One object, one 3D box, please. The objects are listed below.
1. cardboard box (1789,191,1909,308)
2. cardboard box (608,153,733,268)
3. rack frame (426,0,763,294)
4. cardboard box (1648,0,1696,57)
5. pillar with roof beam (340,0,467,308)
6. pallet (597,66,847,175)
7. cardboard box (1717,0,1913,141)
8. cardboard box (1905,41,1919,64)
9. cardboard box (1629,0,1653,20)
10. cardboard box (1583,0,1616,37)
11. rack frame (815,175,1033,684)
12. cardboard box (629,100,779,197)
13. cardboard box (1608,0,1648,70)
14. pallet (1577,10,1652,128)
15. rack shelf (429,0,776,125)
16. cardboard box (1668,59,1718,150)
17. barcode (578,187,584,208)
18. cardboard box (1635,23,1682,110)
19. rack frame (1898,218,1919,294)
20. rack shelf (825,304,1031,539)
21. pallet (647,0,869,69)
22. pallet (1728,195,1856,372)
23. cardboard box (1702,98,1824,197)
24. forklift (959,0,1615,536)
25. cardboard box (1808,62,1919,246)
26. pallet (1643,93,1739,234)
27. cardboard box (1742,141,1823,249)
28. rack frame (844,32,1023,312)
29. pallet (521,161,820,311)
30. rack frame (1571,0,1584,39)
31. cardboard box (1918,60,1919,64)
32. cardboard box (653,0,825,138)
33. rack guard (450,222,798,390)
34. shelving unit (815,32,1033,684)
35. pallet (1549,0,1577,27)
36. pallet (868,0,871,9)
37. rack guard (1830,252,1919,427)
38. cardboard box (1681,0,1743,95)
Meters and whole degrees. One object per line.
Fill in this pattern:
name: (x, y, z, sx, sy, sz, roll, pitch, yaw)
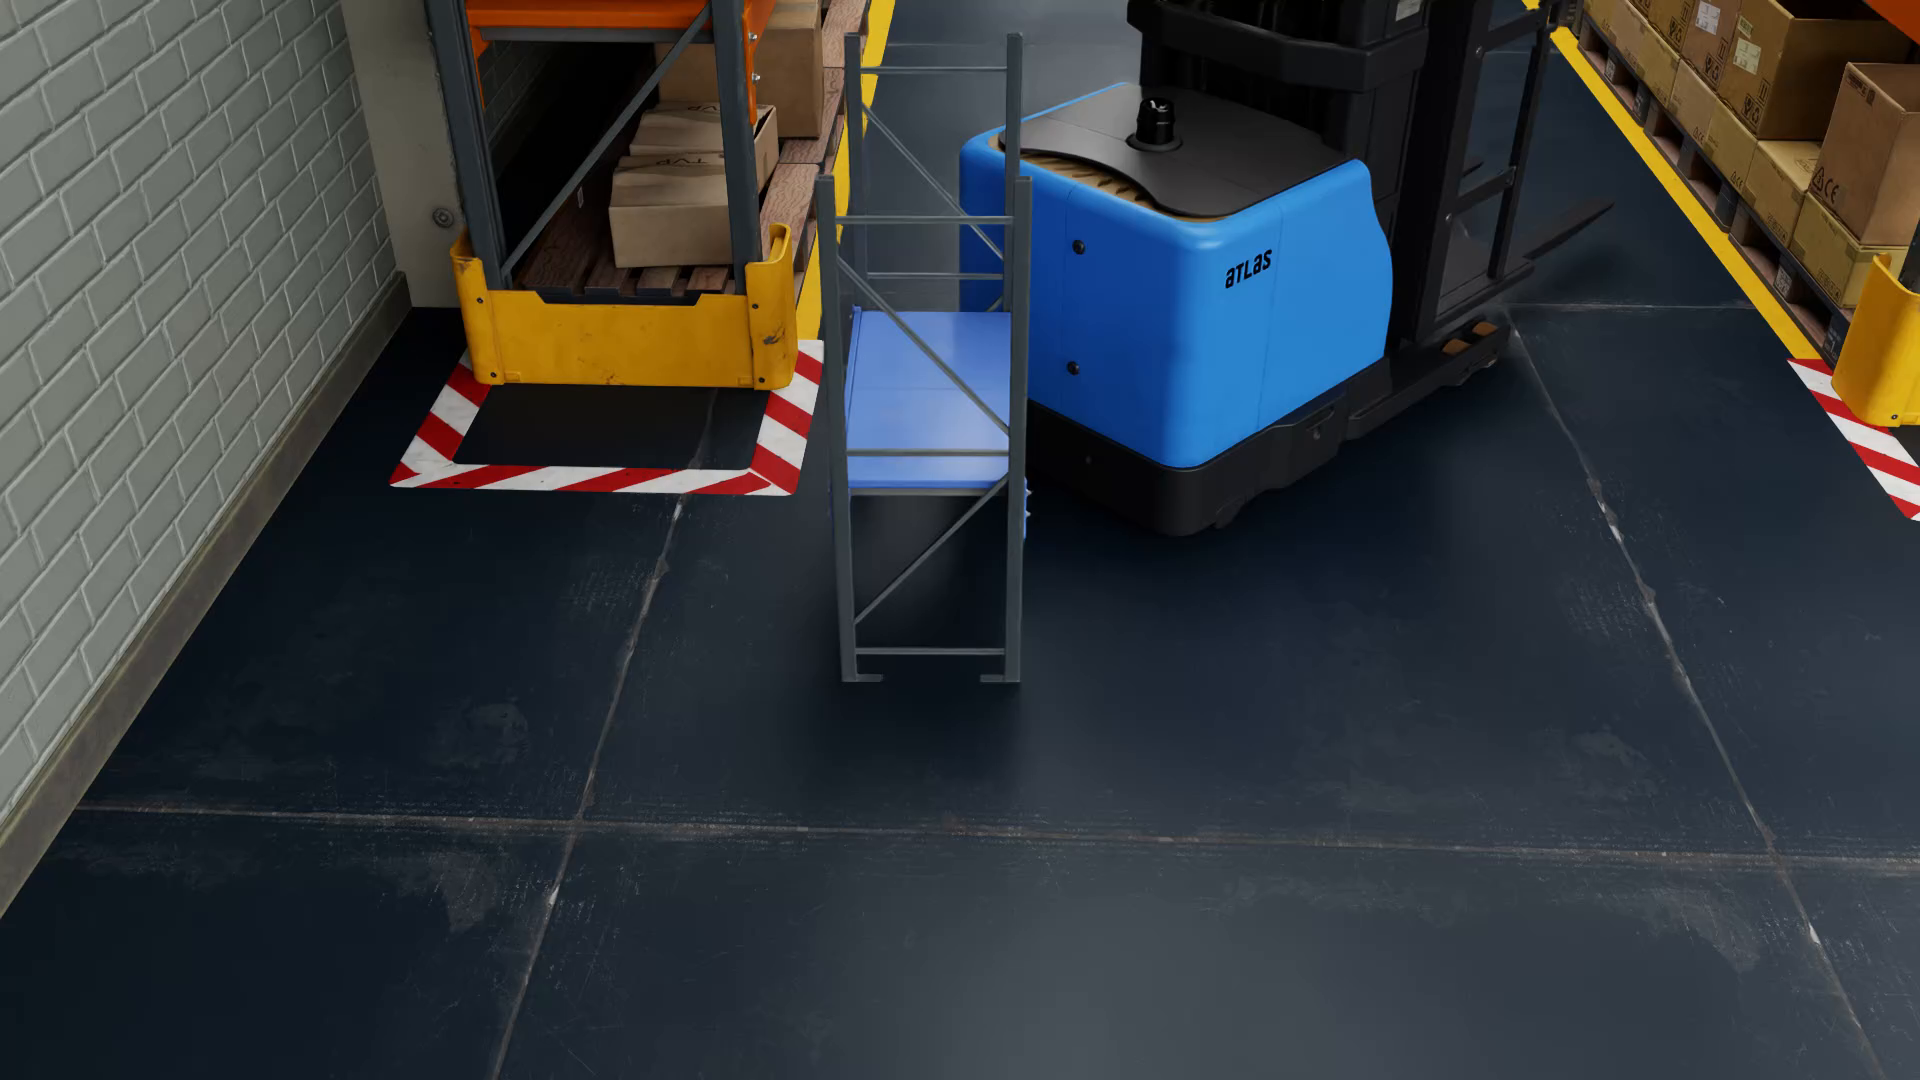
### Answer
cardboard box: (3.476, -1.087, 6.214, 0.500, 0.250, 0.500, 1, 35, 2)
cardboard box: (-1.082, -1.313, 6.465, 0.500, 0.311, 0.500, -2, 35, -3)
rack frame: (-1.200, -1.838, 5.256, 1.000, 3.000, 0.127, 1, 35, 2)
cardboard box: (3.539, -2.544, 7.634, 0.500, 0.500, 0.500, 1, 35, 2)
pillar with roof beam: (2.265, -4.615, 3.990, 9.100, 9.000, 0.400, 1, 35, 2)
pallet: (-1.077, -1.906, 7.778, 1.003, 0.211, 1.213, 1, 35, 2)
cardboard box: (3.500, -1.969, 6.817, 0.500, 0.500, 0.500, 1, 35, 2)
cardboard box: (4.019, -1.957, 6.800, 0.500, 0.500, 0.500, 1, 35, 2)
cardboard box: (3.567, -2.831, 8.043, 0.500, 0.500, 0.500, 1, 35, 2)
cardboard box: (3.589, -2.811, 8.667, 0.500, 0.250, 0.500, 1, 35, 2)
rack frame: (-0.083, -0.220, 4.258, 0.500, 1.500, 0.032, 0, 35, 0)
cardboard box: (-1.059, -1.641, 6.932, 0.500, 0.311, 0.500, 4, 35, 6)
cardboard box: (3.564, -2.524, 8.259, 0.500, 0.250, 0.500, 1, 35, 2)
pallet: (3.837, -2.427, 8.519, 1.003, 0.211, 1.213, 1, 35, 2)
rack shelf: (-1.120, -2.692, 7.098, 1.077, 0.370, 4.000, 1, 35, 2)
cardboard box: (3.524, -1.949, 7.441, 0.500, 0.250, 0.500, 1, 35, 2)
barcode: (-1.481, -1.336, 6.491, 0.001, 0.075, 0.075, 1, 35, 2)
cardboard box: (3.539, -2.237, 7.850, 0.500, 0.250, 0.500, 1, 35, 2)
rack frame: (3.750, -1.725, 5.096, 1.000, 3.000, 0.127, 1, 35, 2)
rack shelf: (-0.079, -0.365, 4.777, 0.538, 0.185, 1.000, 0, 35, 0)
pallet: (-1.031, -2.608, 8.778, 1.003, 0.211, 1.213, 1, 35, 2)
pallet: (3.739, -1.025, 6.525, 1.003, 0.211, 1.213, 1, 35, 2)
cardboard box: (3.503, -1.662, 7.032, 0.500, 0.250, 0.500, 1, 35, 2)
forklift: (1.388, -1.950, 5.476, 3.031, 2.935, 1.130, -29, 45, -35)
cardboard box: (3.474, -1.394, 5.999, 0.500, 0.500, 0.500, 1, 35, 2)
pallet: (3.791, -1.724, 7.519, 1.003, 0.211, 1.213, 1, 35, 2)
cardboard box: (3.484, -1.375, 6.624, 0.500, 0.250, 0.500, 1, 35, 2)
rack frame: (-0.075, -0.804, 5.090, 0.500, 1.500, 0.032, 0, 35, 0)
pallet: (-1.129, -1.206, 6.783, 1.003, 0.211, 1.213, 1, 35, 2)
rack frame: (3.911, -4.024, 8.366, 1.000, 3.000, 0.127, 1, 35, 2)
cardboard box: (4.012, -1.669, 6.391, 0.500, 0.500, 0.500, 1, 35, 2)
cardboard box: (-0.980, -2.138, 7.475, 0.700, 0.500, 0.500, -1, 35, -1)
rack guard: (-1.197, -0.859, 6.037, 1.175, 0.500, 0.348, 1, 35, 2)
shelving unit: (-0.079, -0.512, 4.674, 0.538, 1.500, 1.048, 0, 35, 0)
pallet: (3.901, -3.307, 9.772, 1.003, 0.211, 1.213, 1, 35, 2)
pallet: (-1.009, -3.442, 9.964, 1.003, 0.211, 1.213, 1, 35, 2)
rack guard: (3.749, -0.689, 5.796, 1.175, 0.500, 0.348, 1, 35, 2)
cardboard box: (3.521, -2.256, 7.226, 0.500, 0.500, 0.500, 1, 35, 2)
